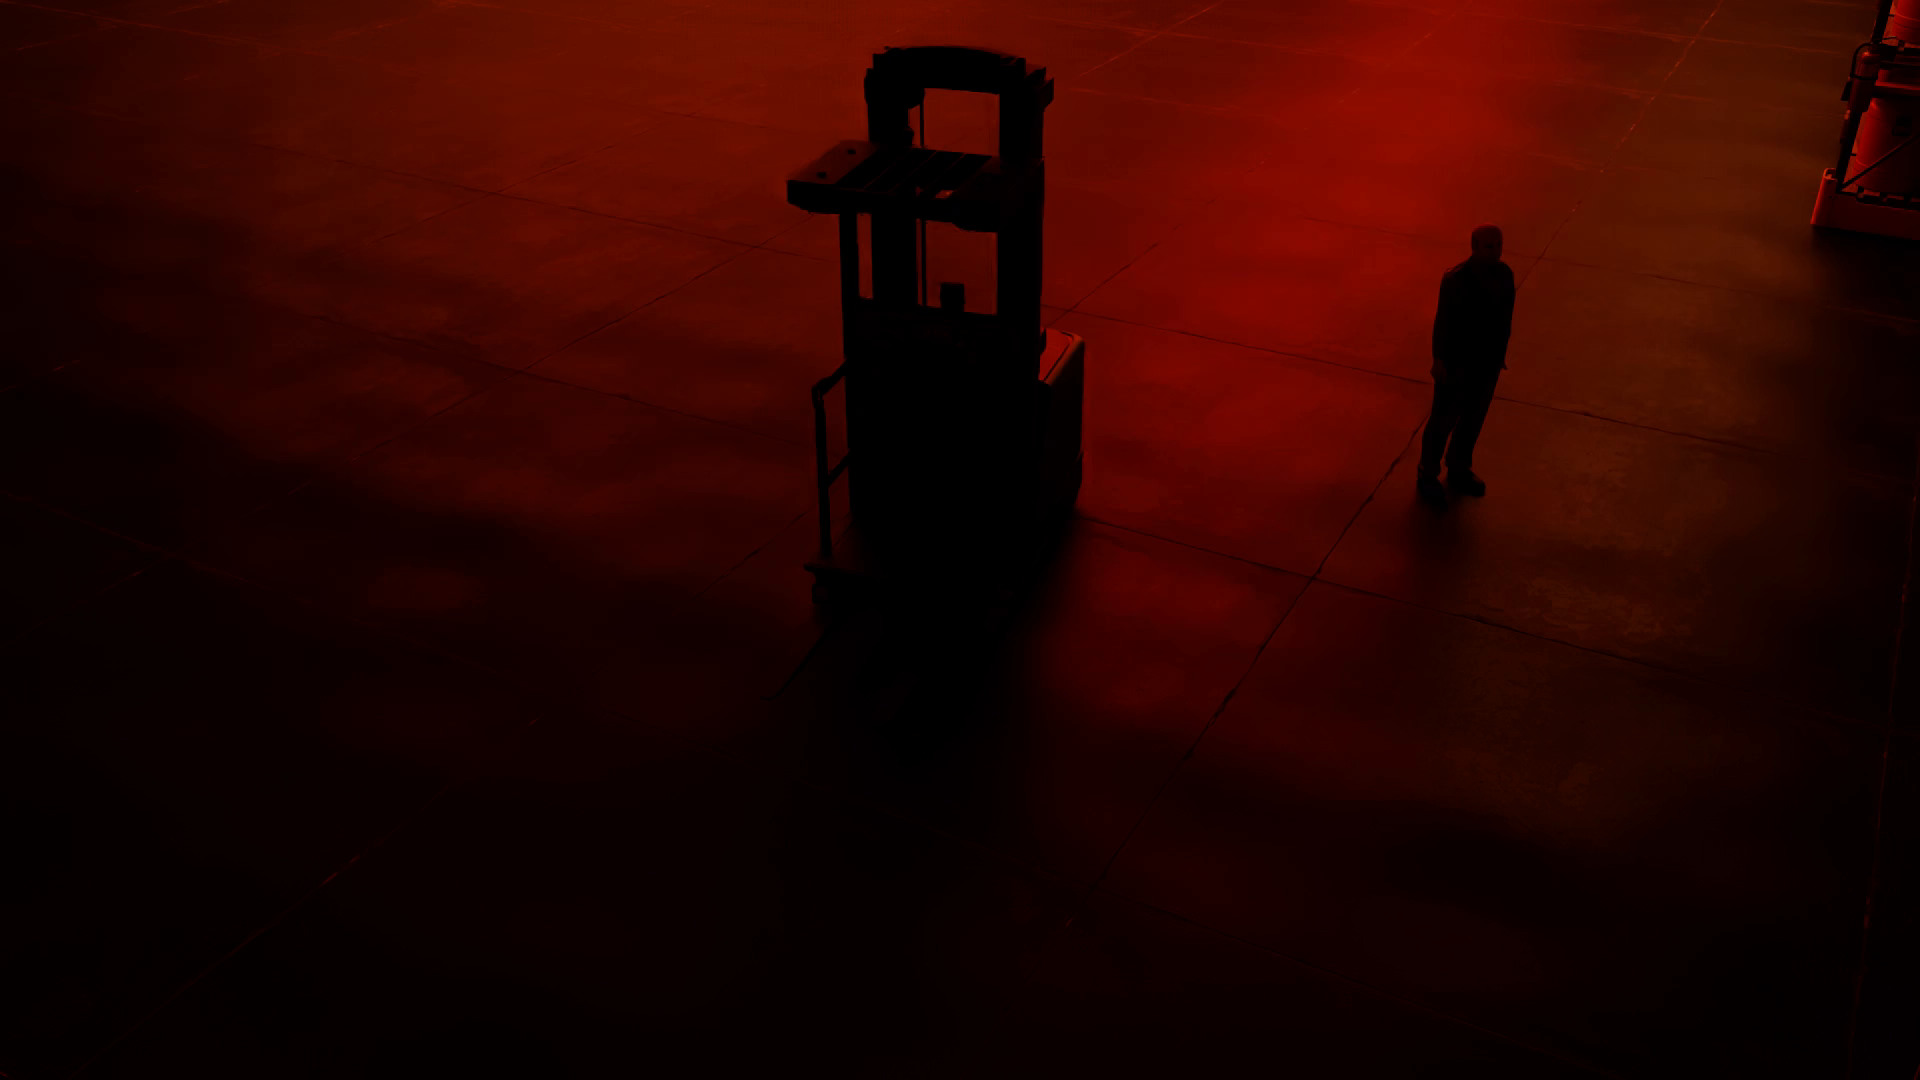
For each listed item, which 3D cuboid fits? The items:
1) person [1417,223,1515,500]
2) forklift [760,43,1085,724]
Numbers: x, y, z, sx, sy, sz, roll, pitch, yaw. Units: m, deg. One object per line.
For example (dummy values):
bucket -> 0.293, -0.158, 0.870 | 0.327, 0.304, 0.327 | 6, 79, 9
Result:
person -> 3.125, -1.099, 10.184 | 0.533, 1.725, 0.361 | -12, 32, -19
forklift -> -0.189, -0.963, 8.739 | 1.130, 2.935, 3.031 | 10, 31, 16
